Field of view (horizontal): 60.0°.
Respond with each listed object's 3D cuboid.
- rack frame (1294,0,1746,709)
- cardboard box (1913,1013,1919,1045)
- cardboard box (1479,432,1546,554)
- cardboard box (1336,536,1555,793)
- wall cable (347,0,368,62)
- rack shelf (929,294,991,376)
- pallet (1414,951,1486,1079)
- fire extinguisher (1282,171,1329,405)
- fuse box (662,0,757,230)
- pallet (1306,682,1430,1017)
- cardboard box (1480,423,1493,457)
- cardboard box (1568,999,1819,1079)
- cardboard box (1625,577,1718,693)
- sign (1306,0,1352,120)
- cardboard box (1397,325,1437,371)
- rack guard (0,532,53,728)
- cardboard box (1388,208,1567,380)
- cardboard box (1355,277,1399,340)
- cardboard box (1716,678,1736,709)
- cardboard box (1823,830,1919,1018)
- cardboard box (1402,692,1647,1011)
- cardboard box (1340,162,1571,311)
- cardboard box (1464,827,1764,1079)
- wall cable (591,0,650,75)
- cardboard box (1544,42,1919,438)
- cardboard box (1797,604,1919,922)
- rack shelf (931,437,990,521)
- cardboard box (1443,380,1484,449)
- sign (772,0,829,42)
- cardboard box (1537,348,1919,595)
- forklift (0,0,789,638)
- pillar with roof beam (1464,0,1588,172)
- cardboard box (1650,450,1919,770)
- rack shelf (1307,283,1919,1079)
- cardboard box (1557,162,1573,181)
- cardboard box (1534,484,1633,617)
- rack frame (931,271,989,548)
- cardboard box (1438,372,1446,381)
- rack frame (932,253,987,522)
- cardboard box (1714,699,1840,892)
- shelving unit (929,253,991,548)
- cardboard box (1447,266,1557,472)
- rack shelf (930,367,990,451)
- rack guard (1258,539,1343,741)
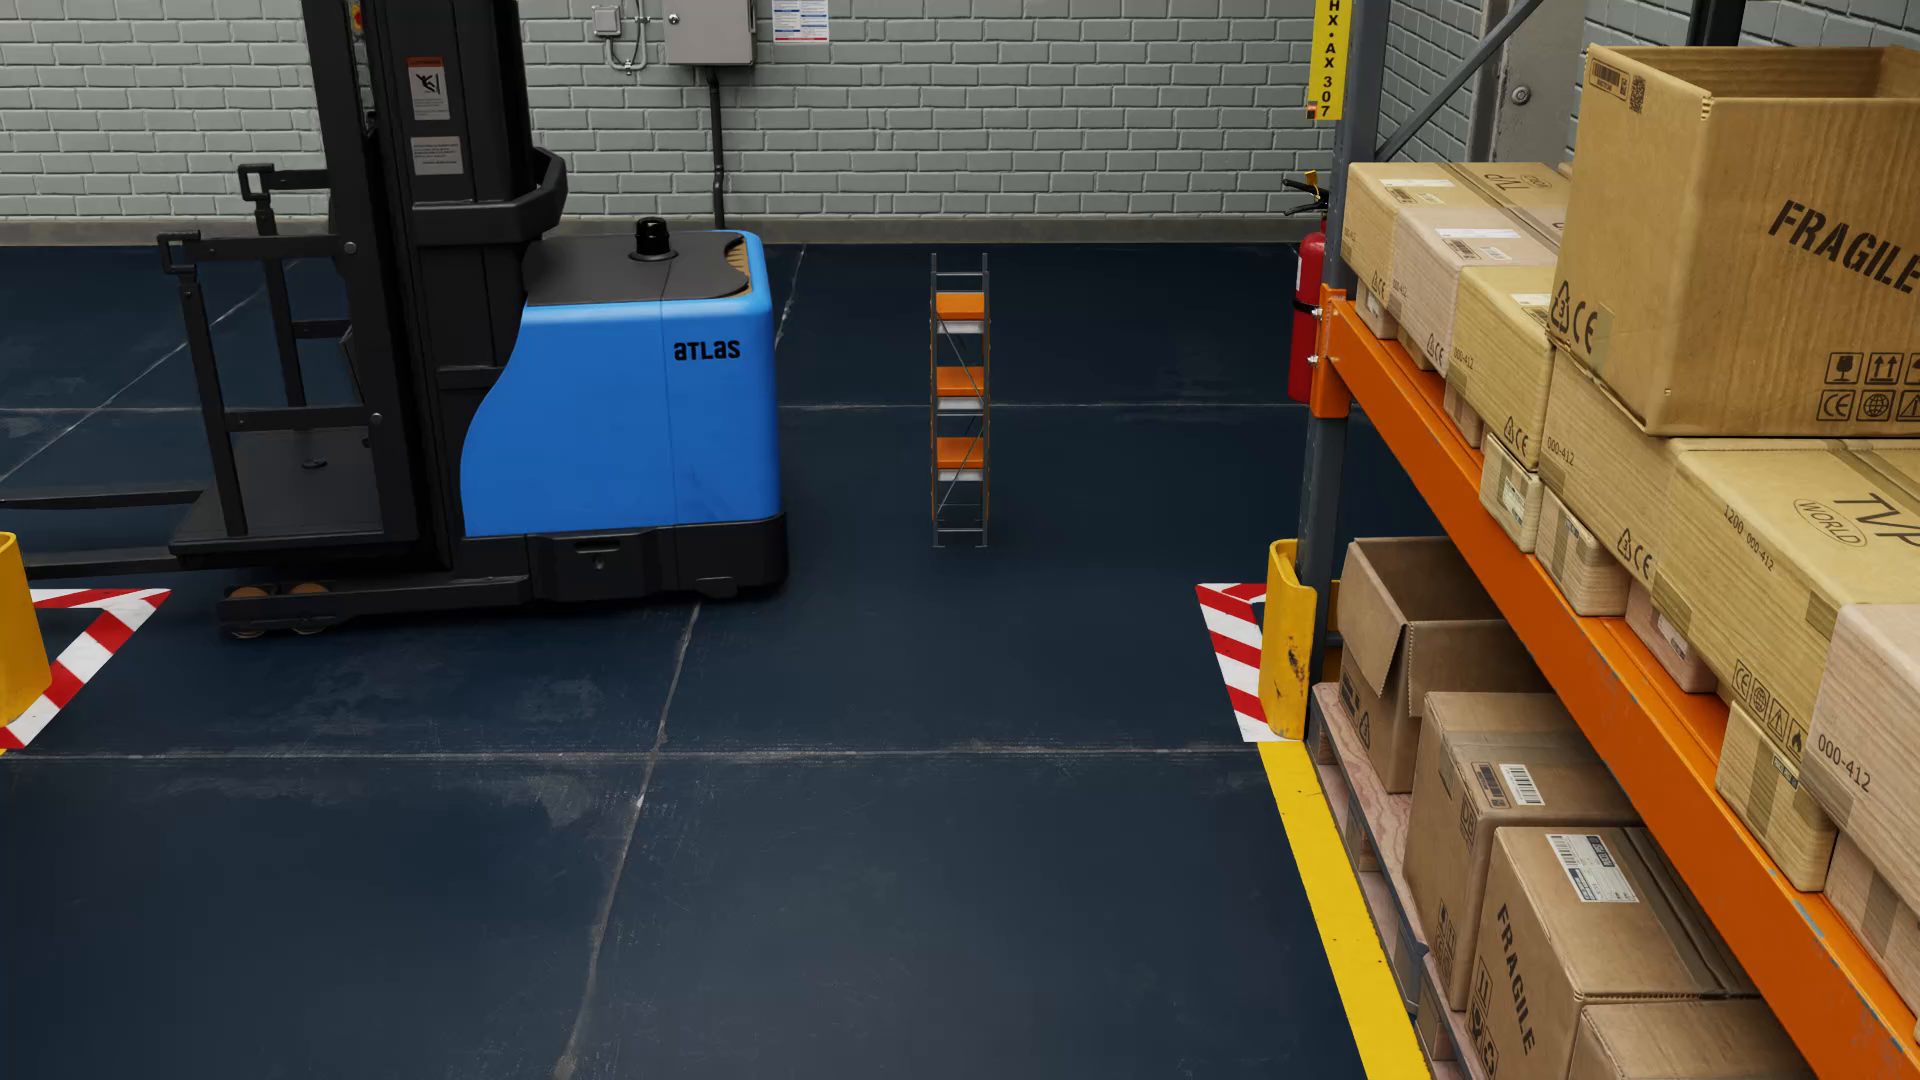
[{"bbox_3d":[1.515,-0.877,4.549,1.000,3.000,0.127,0,24,-1],"label":"rack frame"},{"bbox_3d":[1.251,0.541,1.718,0.380,0.149,0.250,0,24,1],"label":"cardboard box"},{"bbox_3d":[1.209,-0.095,3.124,0.380,0.149,0.250,-1,24,-2],"label":"cardboard box"},{"bbox_3d":[1.427,0.322,4.418,0.797,0.503,0.637,-1,24,-3],"label":"cardboard box"},{"bbox_3d":[-3.533,-3.654,9.417,0.585,1.953,0.123,0,24,-1],"label":"wall cable"},{"bbox_3d":[-0.001,-0.749,5.970,0.215,0.259,0.240,0,24,-1],"label":"rack shelf"},{"bbox_3d":[1.536,1.255,3.219,1.003,0.211,1.213,0,24,-1],"label":"pallet"},{"bbox_3d":[1.051,-0.730,4.771,0.296,0.674,0.183,0,24,-1],"label":"fire extinguisher"},{"bbox_3d":[-1.431,-2.539,9.787,0.539,1.711,0.414,0,24,-1],"label":"fuse box"},{"bbox_3d":[1.526,0.754,4.328,1.003,0.211,1.213,0,24,-1],"label":"pallet"},{"bbox_3d":[1.281,-0.199,3.355,0.380,0.149,0.250,0,24,0],"label":"cardboard box"},{"bbox_3d":[1.409,1.103,2.694,0.700,0.500,0.500,-1,24,-3],"label":"cardboard box"},{"bbox_3d":[1.304,0.120,2.650,0.380,0.149,0.250,0,24,-1],"label":"cardboard box"},{"bbox_3d":[0.973,-1.269,4.365,0.100,0.325,0.005,0,24,-1],"label":"sign"},{"bbox_3d":[1.294,-0.521,4.067,0.380,0.149,0.250,0,24,1],"label":"cardboard box"},{"bbox_3d":[-3.448,0.276,5.033,1.175,0.500,0.348,0,24,-1],"label":"rack guard"},{"bbox_3d":[1.256,-0.548,3.643,0.500,0.250,0.500,0,24,0],"label":"cardboard box"},{"bbox_3d":[1.244,-0.626,4.298,0.380,0.149,0.250,0,24,-1],"label":"cardboard box"},{"bbox_3d":[1.354,0.221,2.426,0.380,0.149,0.250,0,24,0],"label":"cardboard box"},{"bbox_3d":[1.276,0.433,1.957,0.380,0.149,0.250,0,24,1],"label":"cardboard box"},{"bbox_3d":[1.398,0.676,3.640,0.700,0.500,0.500,1,24,2],"label":"cardboard box"},{"bbox_3d":[1.251,-0.756,4.102,0.500,0.250,0.500,0,24,0],"label":"cardboard box"},{"bbox_3d":[1.303,0.894,3.157,0.500,0.500,0.500,0,24,0],"label":"cardboard box"},{"bbox_3d":[-2.115,-3.650,9.448,0.588,1.984,0.122,0,24,-1],"label":"wall cable"},{"bbox_3d":[1.267,-0.479,2.581,0.500,0.500,0.500,0,24,1],"label":"cardboard box"},{"bbox_3d":[1.289,0.289,1.792,0.500,0.250,0.500,0,24,0],"label":"cardboard box"},{"bbox_3d":[-0.001,-0.238,6.201,0.215,0.259,0.240,0,24,-1],"label":"rack shelf"},{"bbox_3d":[1.273,-0.309,3.597,0.380,0.149,0.250,0,24,1],"label":"cardboard box"},{"bbox_3d":[-0.939,-3.170,9.734,0.329,0.494,0.001,0,24,-1],"label":"sign"},{"bbox_3d":[1.292,-0.129,2.715,0.500,0.250,0.500,-1,24,-2],"label":"cardboard box"},{"bbox_3d":[-2.161,-1.242,5.440,3.031,2.935,1.130,-4,25,-8],"label":"forklift"},{"bbox_3d":[-1.918,-4.706,5.735,9.100,9.000,0.400,0,24,-1],"label":"pillar with roof beam"},{"bbox_3d":[1.297,0.084,2.246,0.500,0.250,0.500,0,24,-1],"label":"cardboard box"},{"bbox_3d":[1.537,0.275,2.875,1.077,0.370,4.000,0,24,-1],"label":"rack shelf"},{"bbox_3d":[1.786,-0.756,4.102,0.500,0.250,0.500,0,24,1],"label":"cardboard box"},{"bbox_3d":[1.232,0.014,2.884,0.380,0.149,0.250,0,24,1],"label":"cardboard box"},{"bbox_3d":[0.001,-0.450,5.971,0.200,1.050,0.008,0,24,-1],"label":"rack frame"},{"bbox_3d":[1.331,-0.413,3.828,0.380,0.149,0.250,-1,24,-1],"label":"cardboard box"},{"bbox_3d":[-0.002,-0.551,6.194,0.200,1.050,0.008,0,24,-1],"label":"rack frame"},{"bbox_3d":[1.245,0.328,2.189,0.380,0.149,0.250,-1,24,-1],"label":"cardboard box"},{"bbox_3d":[-0.001,-0.500,6.082,0.215,1.050,0.252,0,24,-1],"label":"shelving unit"},{"bbox_3d":[1.265,-0.339,3.181,0.500,0.250,0.500,-1,24,-2],"label":"cardboard box"},{"bbox_3d":[-0.001,-0.491,6.087,0.215,0.259,0.240,0,24,-1],"label":"rack shelf"},{"bbox_3d":[1.516,0.293,4.995,1.175,0.500,0.348,0,24,-1],"label":"rack guard"}]
